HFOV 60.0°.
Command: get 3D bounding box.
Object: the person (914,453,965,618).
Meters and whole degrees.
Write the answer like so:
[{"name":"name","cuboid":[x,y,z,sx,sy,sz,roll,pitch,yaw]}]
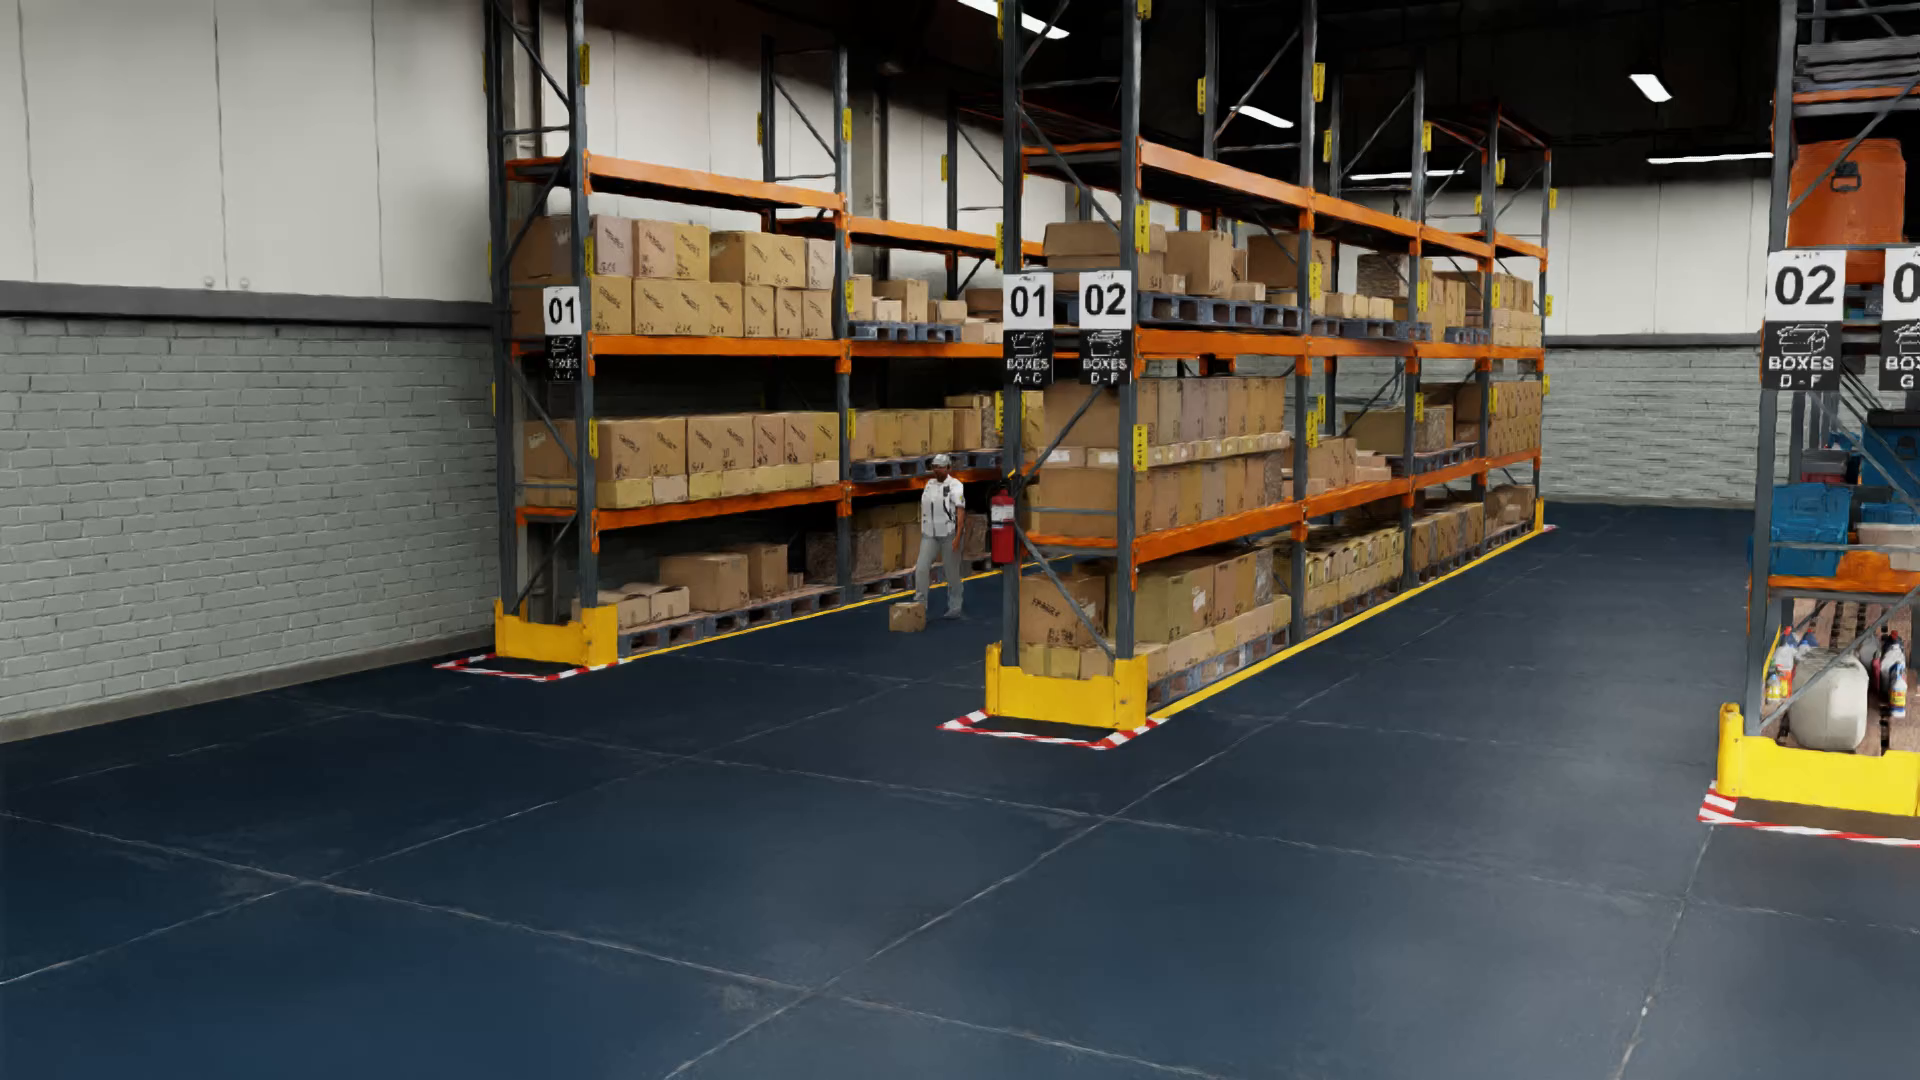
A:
[{"name":"person","cuboid":[-0.208,-0.030,16.512,0.475,1.655,0.666,3,7,27]}]
